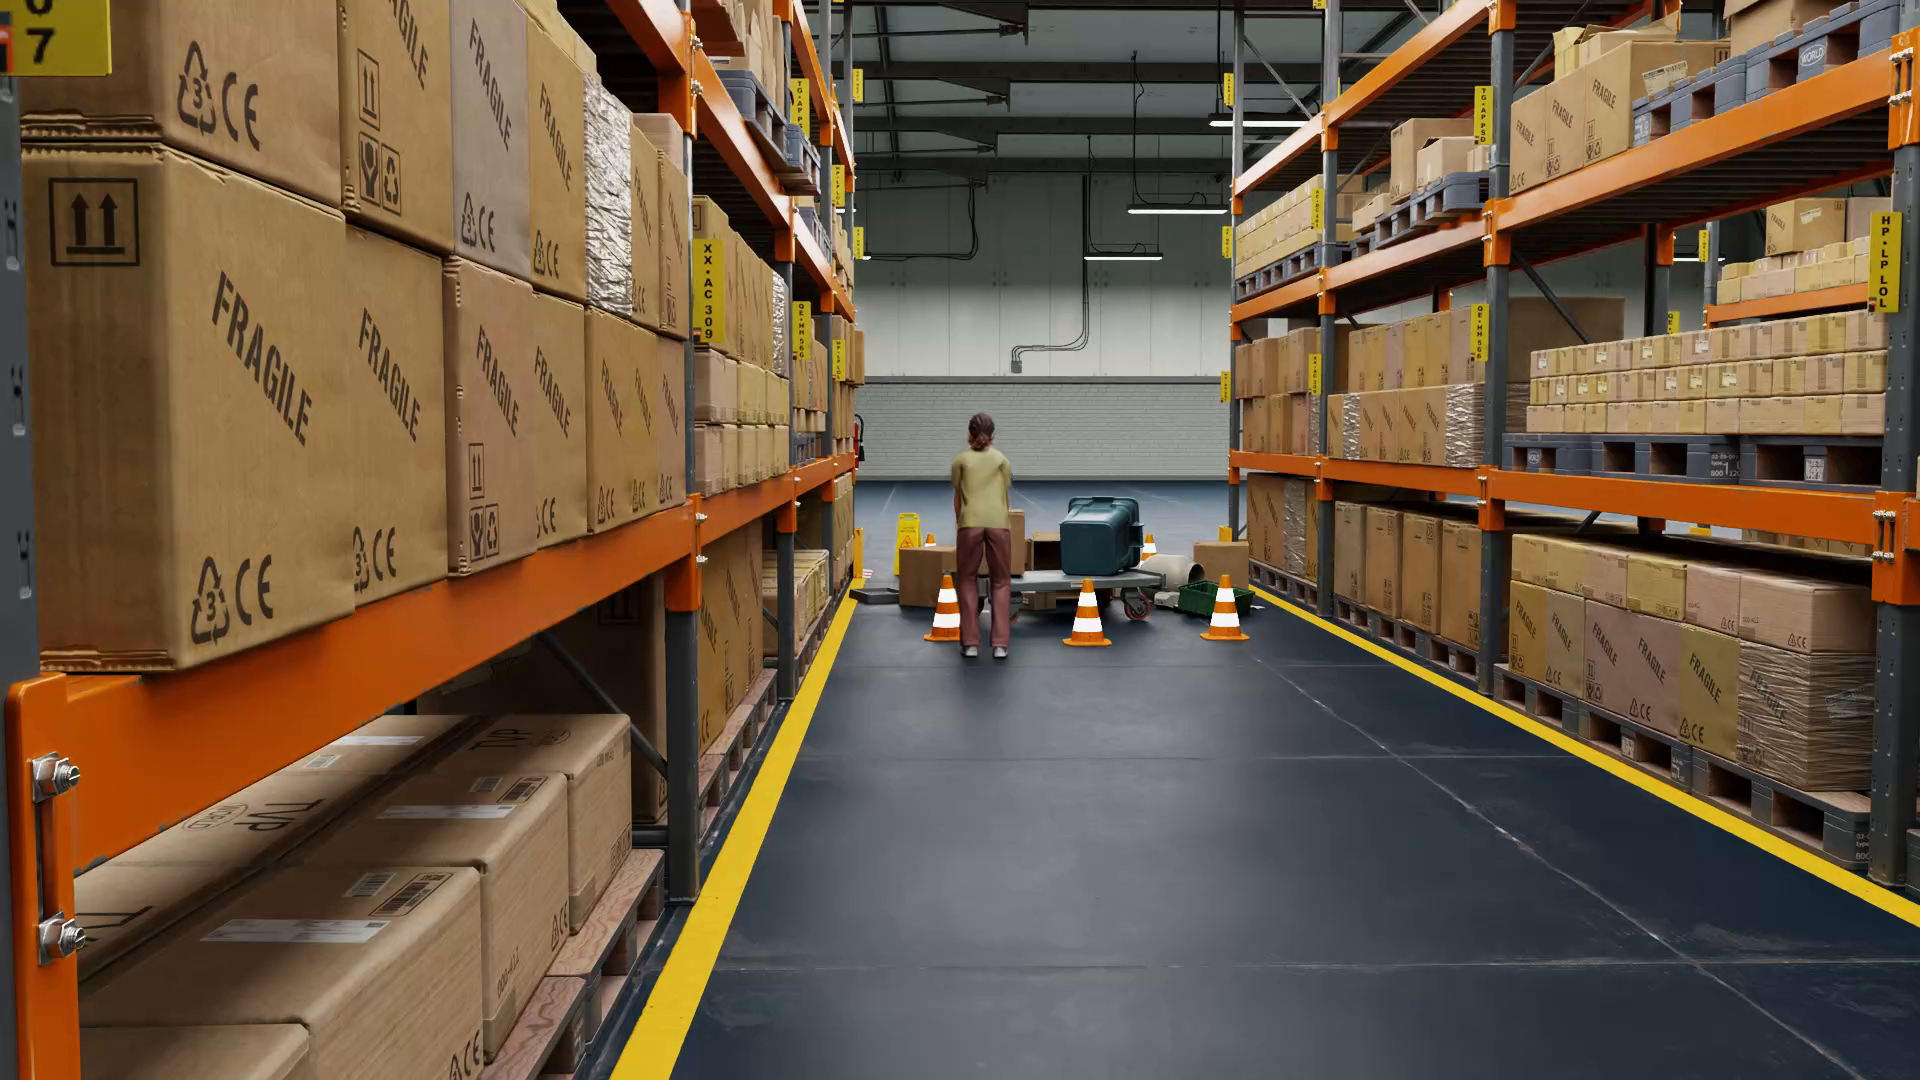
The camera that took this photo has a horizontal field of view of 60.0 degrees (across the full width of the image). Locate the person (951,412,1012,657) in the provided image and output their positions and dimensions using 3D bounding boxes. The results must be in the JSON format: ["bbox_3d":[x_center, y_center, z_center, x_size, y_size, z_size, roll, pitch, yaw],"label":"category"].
[{"bbox_3d":[0.144,-0.041,11.276,0.409,1.654,0.521,0,4,-2],"label":"person"}]
